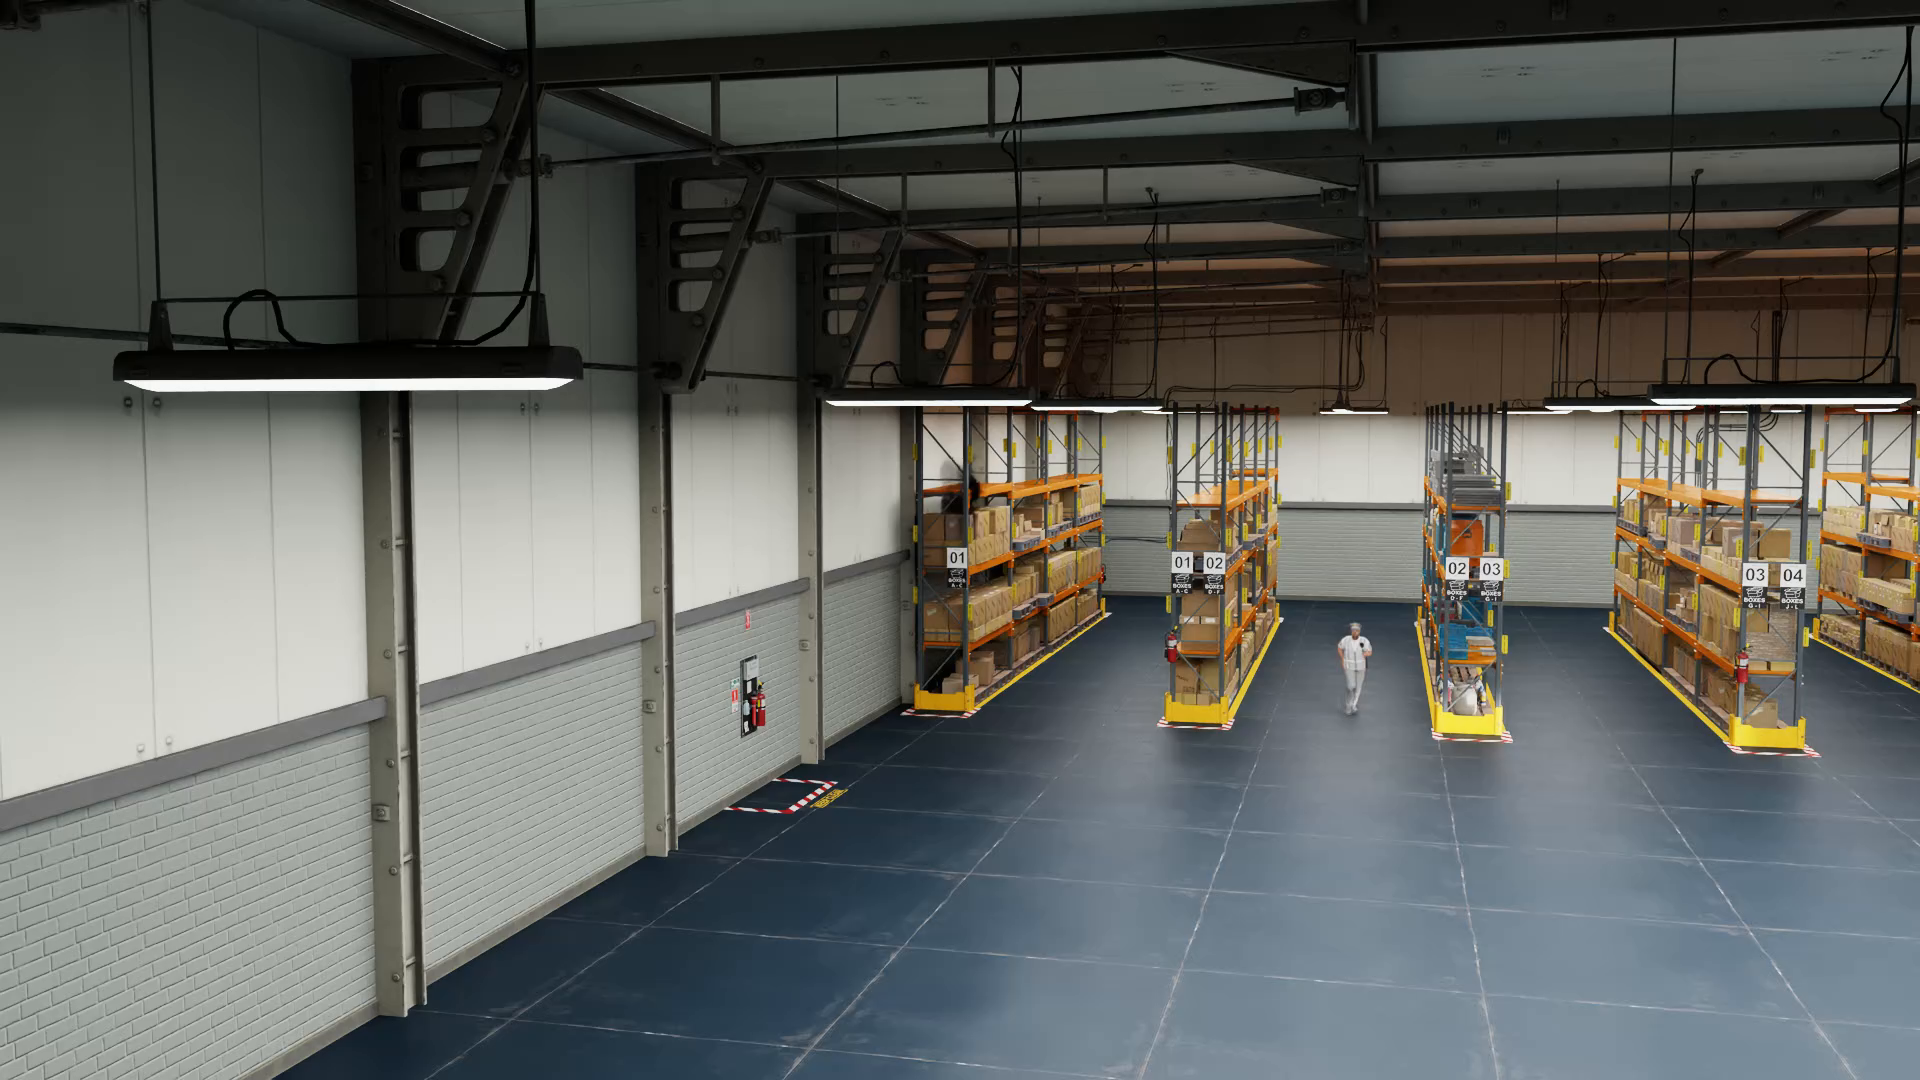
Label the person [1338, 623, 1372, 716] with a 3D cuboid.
[{"bbox_3d":[7.611,2.499,31.991,0.626,1.842,0.741,0,4,5],"label":"person"}]
